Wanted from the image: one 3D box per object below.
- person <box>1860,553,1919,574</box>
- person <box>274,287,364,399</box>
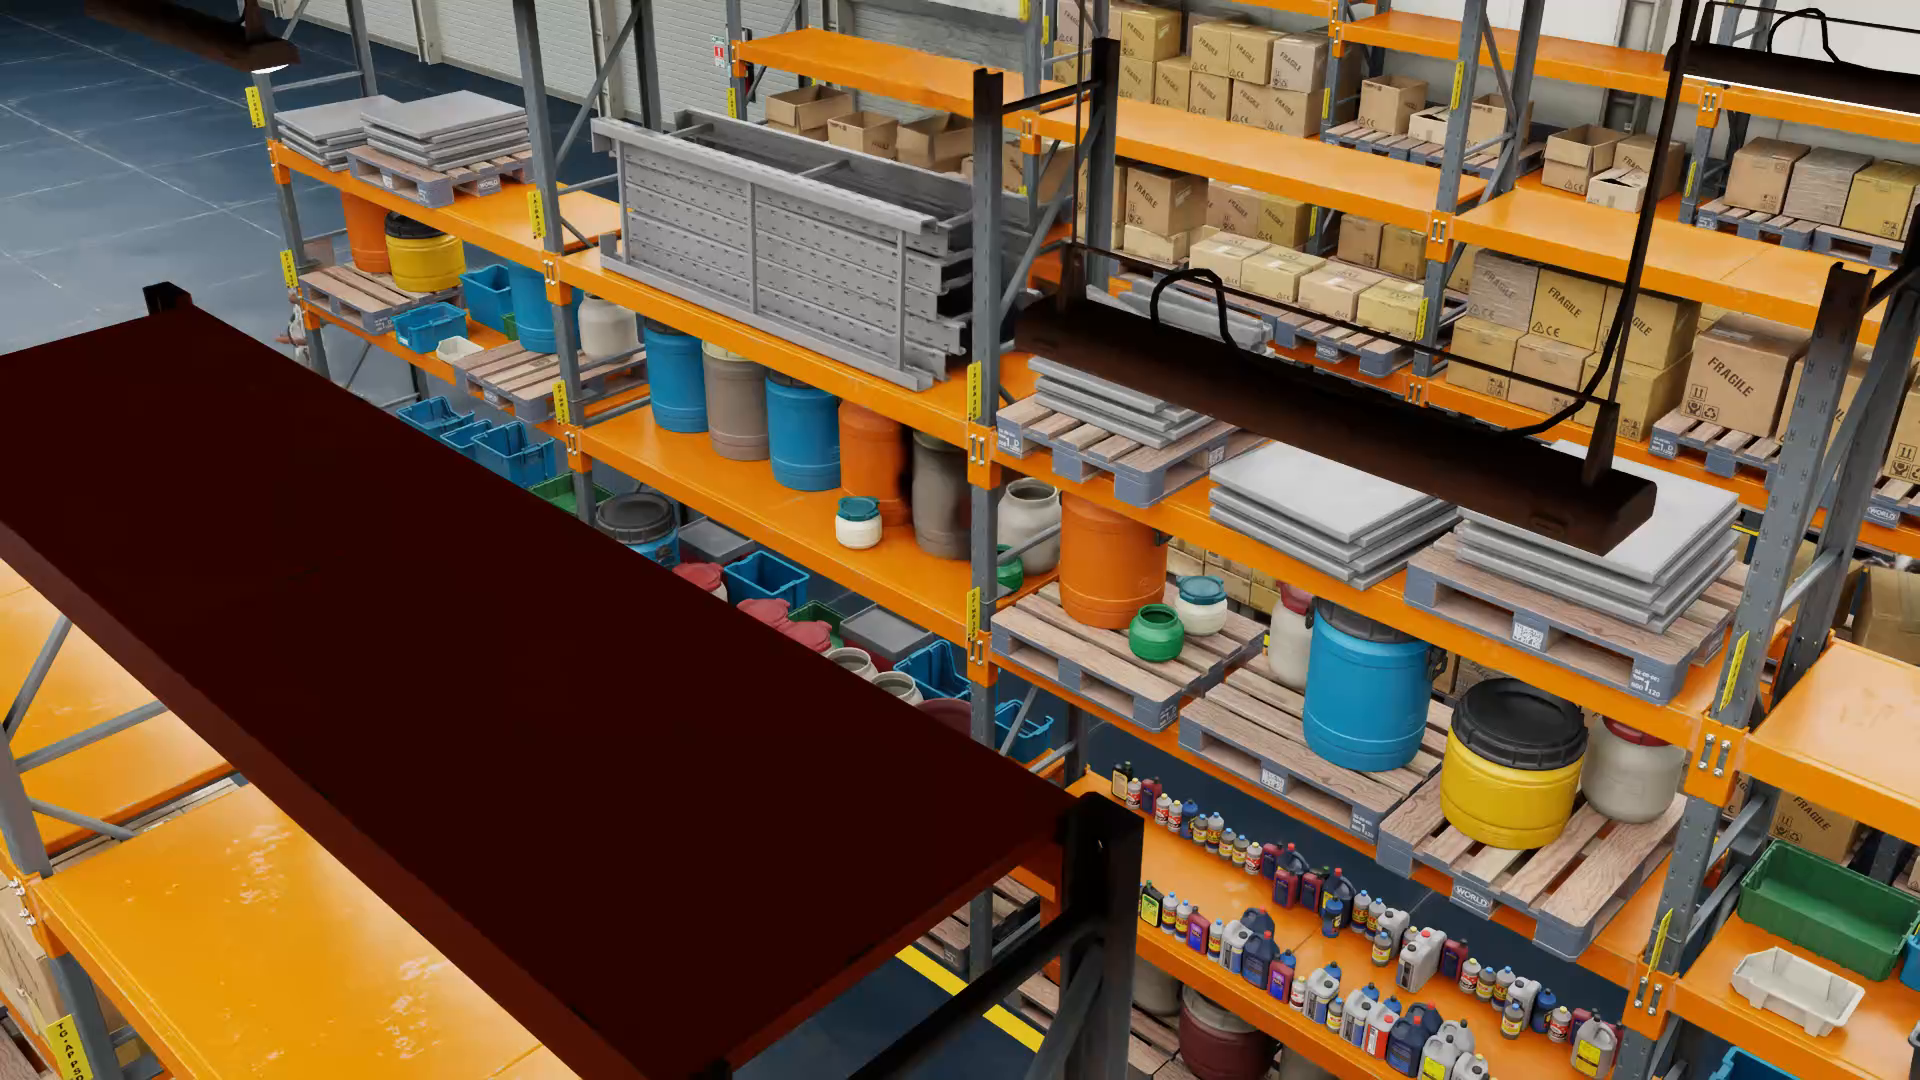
[{"bbox_3d":[7.654,0.522,13.506,0.785,1.774,0.662,19,35,30],"label":"person"},{"bbox_3d":[-7.071,-2.046,18.150,0.865,1.672,0.587,-11,31,-18],"label":"person"}]
